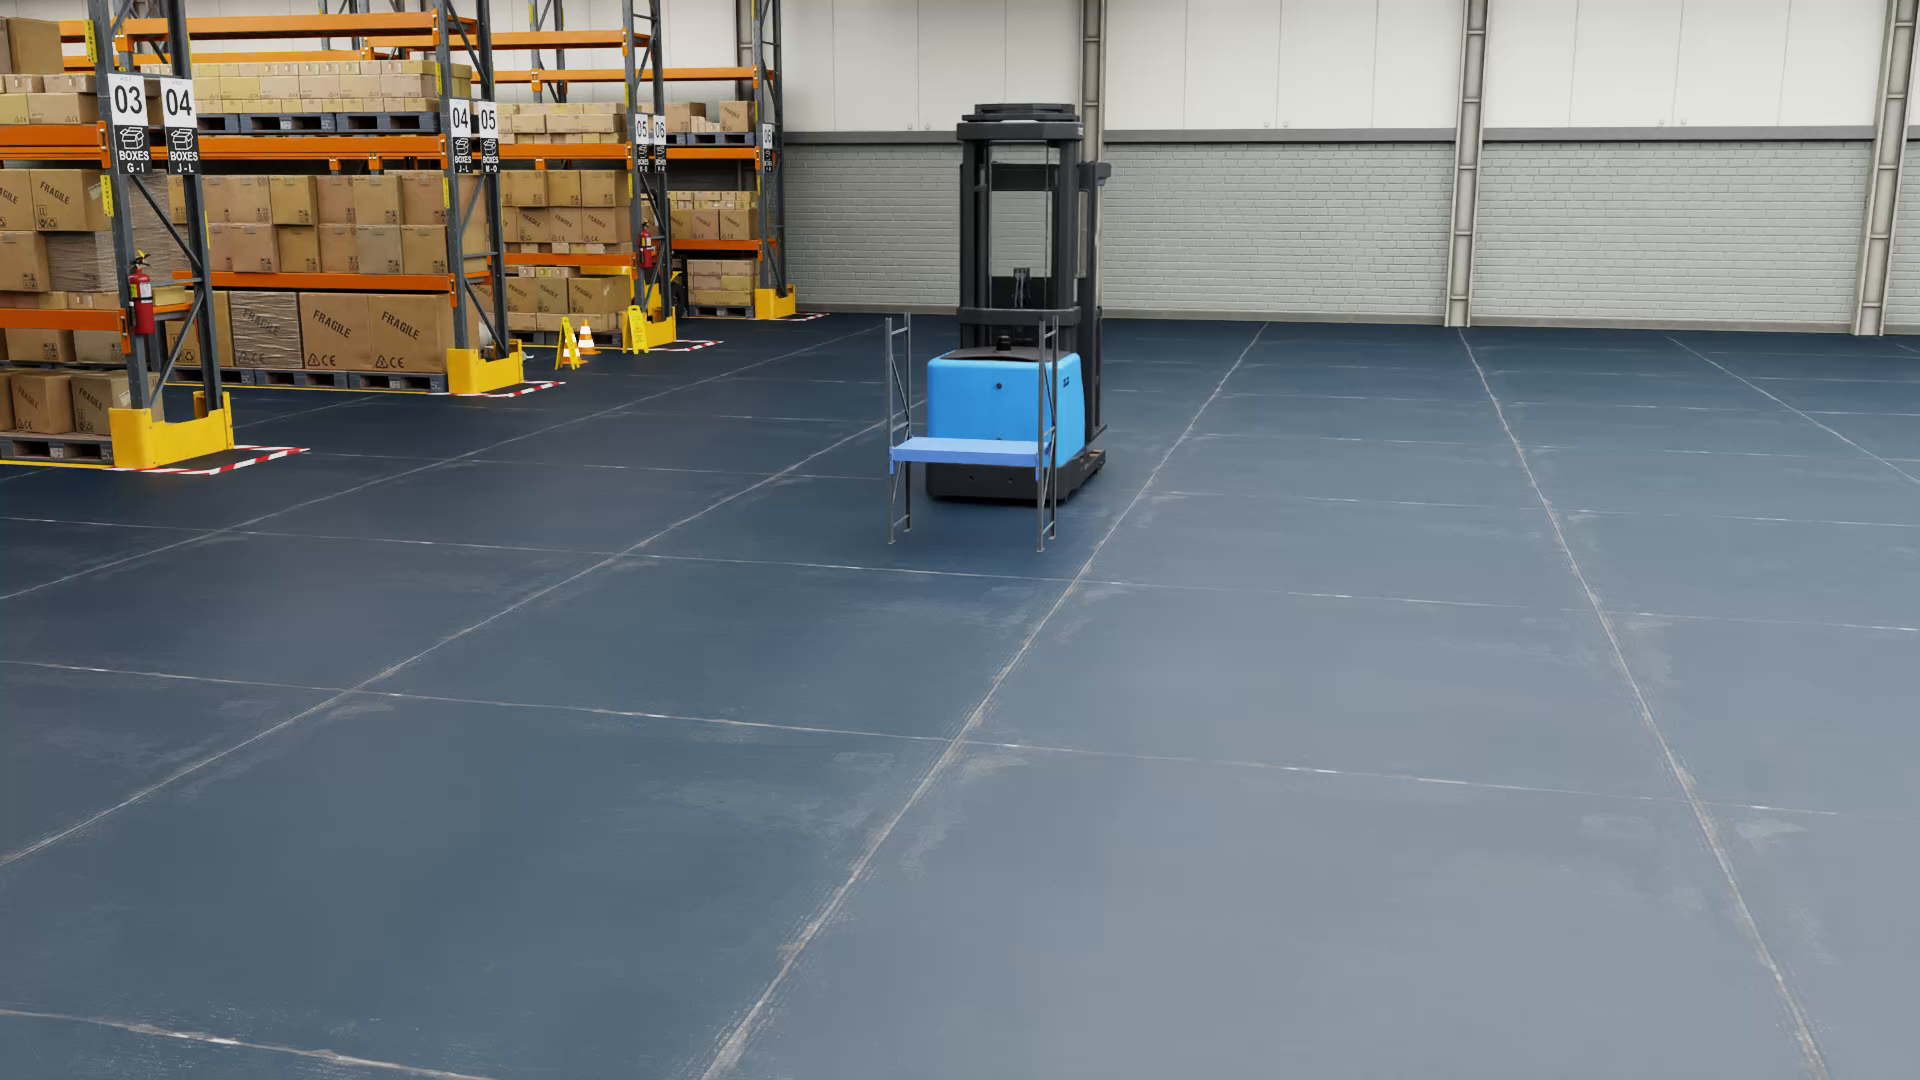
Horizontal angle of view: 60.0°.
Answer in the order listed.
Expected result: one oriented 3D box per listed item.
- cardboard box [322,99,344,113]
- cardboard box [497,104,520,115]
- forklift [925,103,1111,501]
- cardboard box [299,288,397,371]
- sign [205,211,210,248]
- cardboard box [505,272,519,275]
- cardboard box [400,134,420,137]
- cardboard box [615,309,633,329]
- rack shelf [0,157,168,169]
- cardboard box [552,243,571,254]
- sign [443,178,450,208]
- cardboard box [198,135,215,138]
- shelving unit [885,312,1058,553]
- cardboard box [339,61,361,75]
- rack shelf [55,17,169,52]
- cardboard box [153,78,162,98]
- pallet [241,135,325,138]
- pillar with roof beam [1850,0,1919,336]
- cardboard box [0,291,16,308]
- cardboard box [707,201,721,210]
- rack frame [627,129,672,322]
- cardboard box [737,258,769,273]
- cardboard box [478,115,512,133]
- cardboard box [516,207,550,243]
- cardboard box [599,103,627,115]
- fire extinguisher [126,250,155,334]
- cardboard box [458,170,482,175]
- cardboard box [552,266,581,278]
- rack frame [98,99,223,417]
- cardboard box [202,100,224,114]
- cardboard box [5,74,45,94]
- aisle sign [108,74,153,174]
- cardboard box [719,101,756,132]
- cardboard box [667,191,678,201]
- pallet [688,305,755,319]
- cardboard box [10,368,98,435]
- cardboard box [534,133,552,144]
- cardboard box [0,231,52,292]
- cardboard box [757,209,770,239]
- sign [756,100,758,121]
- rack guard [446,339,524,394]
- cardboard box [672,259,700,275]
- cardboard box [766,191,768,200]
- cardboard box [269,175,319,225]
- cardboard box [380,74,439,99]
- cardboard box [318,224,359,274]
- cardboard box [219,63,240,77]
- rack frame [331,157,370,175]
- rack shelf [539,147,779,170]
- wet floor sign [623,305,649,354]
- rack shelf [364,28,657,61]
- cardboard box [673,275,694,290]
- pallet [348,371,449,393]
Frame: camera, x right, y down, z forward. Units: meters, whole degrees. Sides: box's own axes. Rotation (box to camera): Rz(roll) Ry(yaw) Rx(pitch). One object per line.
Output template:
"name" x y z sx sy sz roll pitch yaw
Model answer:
"cardboard box" -6.857 -4.814 18.460 0.250 0.149 0.380 3 13 13
"cardboard box" -6.272 -6.025 23.277 0.250 0.149 0.380 3 13 15
"forklift" 0.598 -1.993 13.451 1.130 2.935 3.031 3 13 14
"cardboard box" -6.993 -2.454 19.304 0.875 0.875 0.875 3 13 13
"sign" -6.621 -2.718 14.562 0.005 0.325 0.100 3 13 14
"cardboard box" -6.631 -3.675 24.522 0.500 0.500 0.500 4 13 17
"cardboard box" -7.776 -5.721 23.750 0.250 0.149 0.380 3 13 14
"cardboard box" -5.093 -3.228 24.238 0.500 0.250 0.500 3 13 13
"rack shelf" -16.783 -7.149 31.268 4.000 0.370 1.077 3 13 14
"cardboard box" -5.564 -4.132 23.512 0.250 0.149 0.380 3 13 15
"sign" -5.608 -3.787 18.157 0.005 0.325 0.100 3 13 14
"cardboard box" -11.225 -6.143 24.839 0.500 0.500 0.700 3 13 14
"shelving unit" 0.083 -0.728 11.051 1.048 1.500 0.538 3 13 14
"cardboard box" -6.615 -5.190 18.315 0.250 0.149 0.380 3 13 14
"rack shelf" -11.289 -5.913 19.694 4.000 0.370 1.077 3 13 14
"cardboard box" -8.940 -5.133 18.978 0.500 0.250 0.500 3 13 14
"pallet" -9.841 -5.953 24.651 1.003 0.211 1.213 3 13 14
"pillar with roof beam" 12.794 -6.625 20.317 0.400 9.000 9.100 3 13 14
"cardboard box" -8.046 -2.083 14.279 0.250 0.149 0.380 3 13 14
"cardboard box" -4.087 -5.667 28.125 0.250 0.149 0.380 3 13 15
"rack frame" -4.376 -4.266 23.534 0.127 3.000 1.000 3 13 14
"cardboard box" -3.612 -4.725 28.676 0.500 0.250 0.500 3 13 13
"cardboard box" -6.421 -5.850 23.409 0.500 0.250 0.500 3 13 14
"cardboard box" -5.939 -4.483 23.599 0.500 0.500 0.500 3 13 13
"cardboard box" -4.775 -5.952 22.950 0.250 0.149 0.380 3 13 14
"fire extinguisher" -6.750 -2.041 13.686 0.183 0.674 0.296 3 13 14
"cardboard box" -6.913 -5.024 23.727 0.500 0.500 0.700 3 13 12
"cardboard box" -5.589 -3.803 23.598 0.250 0.149 0.380 3 13 15
"rack frame" -6.751 -2.182 14.141 0.127 3.000 1.000 3 13 14
"cardboard box" -8.339 -4.893 18.816 0.250 0.149 0.380 3 13 13
"cardboard box" -7.612 -3.746 13.691 0.250 0.149 0.380 2 13 11
"aisle sign" -6.762 -3.384 13.561 0.004 0.787 0.394 3 13 14
"cardboard box" -3.679 -7.048 27.721 0.500 0.500 0.500 3 13 15
"cardboard box" -4.852 -5.840 28.214 0.250 0.149 0.380 3 13 15
"pallet" -3.943 -3.979 28.681 1.213 0.211 1.003 3 13 14
"cardboard box" -7.941 -1.226 14.636 0.500 0.500 0.500 7 14 28
"cardboard box" -5.772 -5.624 23.312 0.250 0.149 0.380 3 13 13
"cardboard box" -7.792 -2.411 14.256 0.500 0.500 0.875 3 13 14
"cardboard box" -3.605 -5.442 28.608 0.500 0.500 0.500 3 13 15
"sign" -3.334 -7.054 27.317 0.005 0.325 0.100 3 13 14
"rack guard" -5.441 -1.998 19.084 0.348 0.500 1.175 3 13 14
"cardboard box" -4.702 -4.668 28.419 0.500 0.250 0.500 3 13 14
"cardboard box" -3.466 -5.883 28.408 0.250 0.149 0.380 3 13 12
"cardboard box" -7.428 -3.914 19.111 0.500 0.550 0.875 3 13 14
"cardboard box" -6.006 -4.976 18.272 0.500 0.250 0.500 3 13 14
"cardboard box" -6.888 -3.382 19.205 0.550 0.550 0.875 3 13 14
"cardboard box" -8.085 -5.269 18.670 0.250 0.149 0.380 3 13 14
"rack frame" -10.958 -5.725 30.111 0.127 3.000 1.000 3 13 14
"rack shelf" -5.132 -6.527 28.461 4.000 0.370 1.077 3 13 14
"wet floor sign" -4.448 -2.881 22.731 0.232 0.644 0.267 8 15 33
"rack shelf" -6.318 -6.945 23.431 4.000 0.370 1.077 3 13 14
"cardboard box" -4.729 -4.426 28.484 0.500 0.250 0.500 3 13 12
"pallet" -6.259 -1.883 19.234 1.213 0.211 1.003 3 13 14
